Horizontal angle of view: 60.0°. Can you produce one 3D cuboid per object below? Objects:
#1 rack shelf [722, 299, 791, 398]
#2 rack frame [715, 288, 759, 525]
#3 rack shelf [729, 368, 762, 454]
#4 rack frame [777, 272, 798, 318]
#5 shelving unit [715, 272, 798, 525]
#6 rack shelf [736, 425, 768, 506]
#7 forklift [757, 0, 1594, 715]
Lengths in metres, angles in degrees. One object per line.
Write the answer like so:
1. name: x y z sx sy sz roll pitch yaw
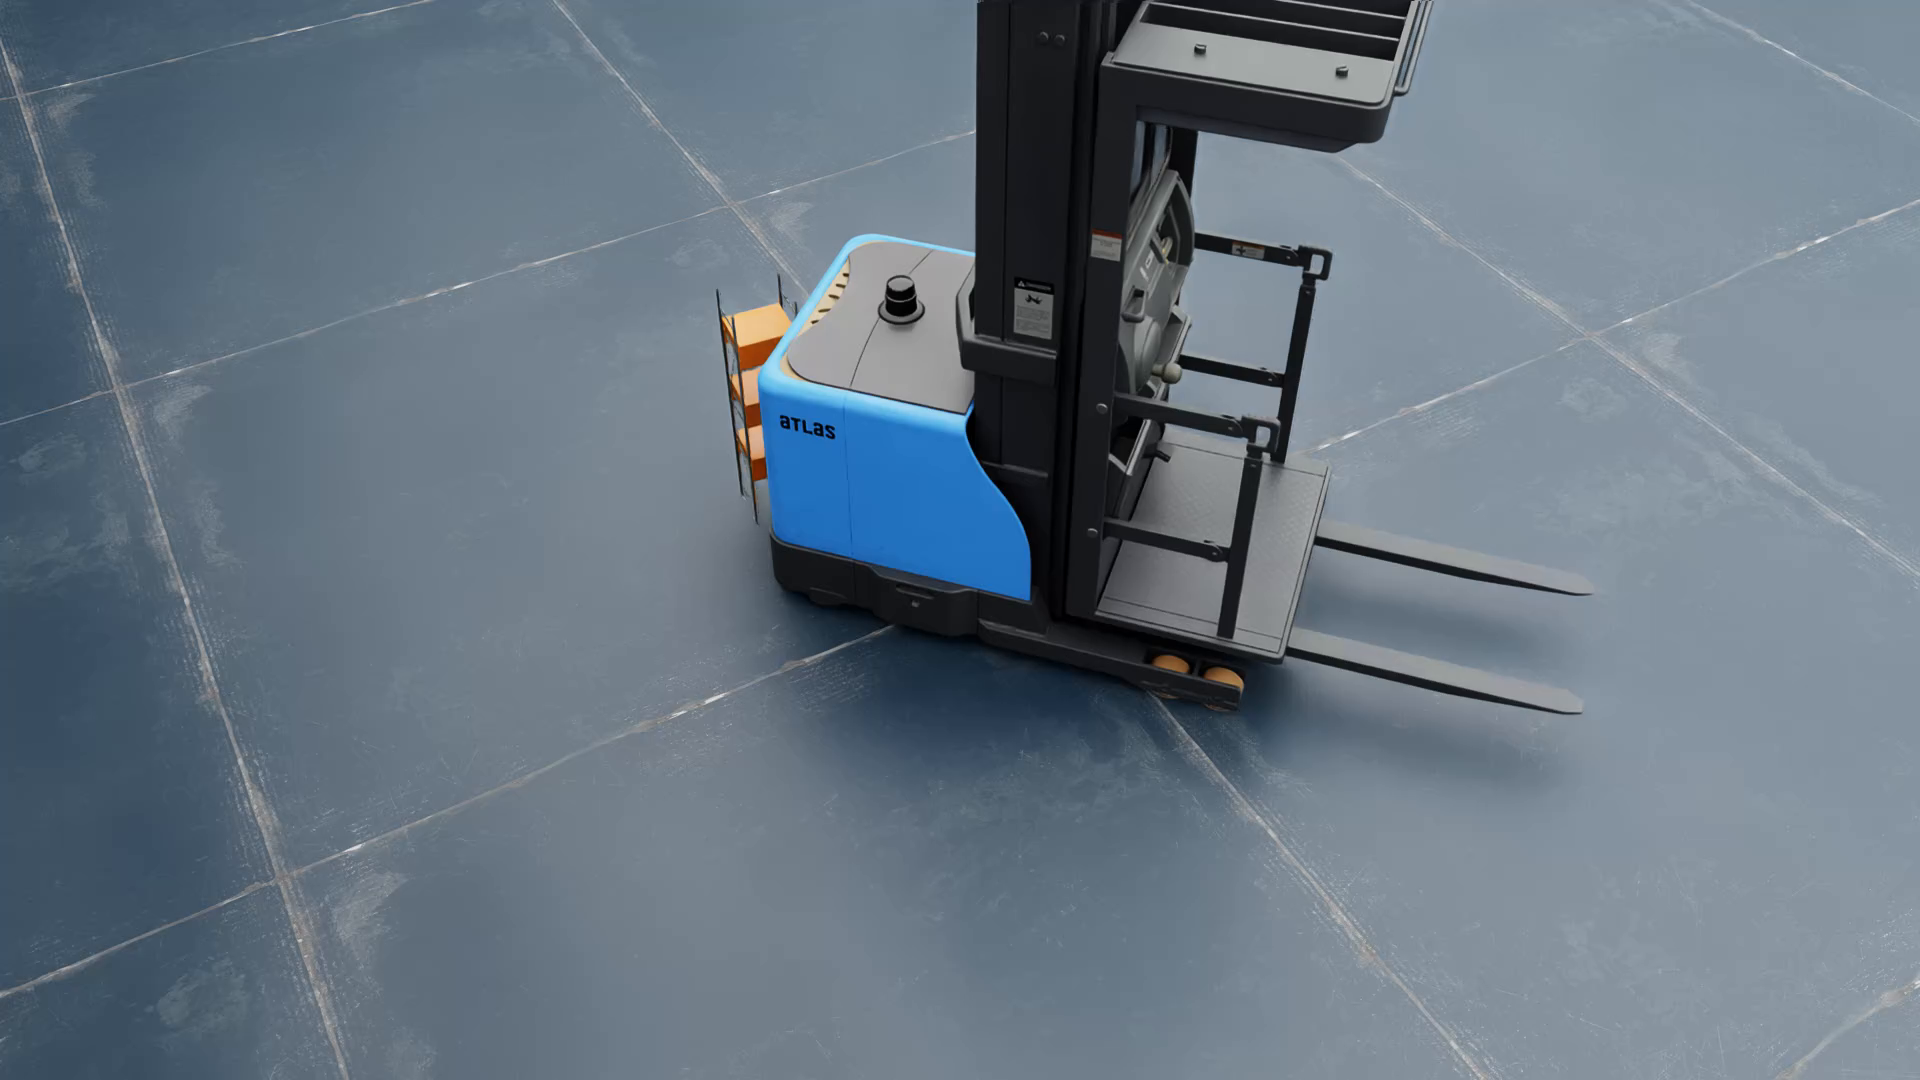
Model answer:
1. rack shelf: -0.759 -0.733 6.359 0.240 0.259 0.215 -17 47 -17
2. rack frame: -0.870 -0.502 6.514 0.008 1.050 0.200 -17 47 -17
3. rack shelf: -0.759 -0.529 6.557 0.240 0.259 0.215 -17 47 -17
4. rack frame: -0.648 -0.572 6.586 0.008 1.050 0.200 -17 47 -17
5. shelving unit: -0.759 -0.537 6.550 0.252 1.050 0.215 -17 47 -17
6. rack shelf: -0.759 -0.330 6.751 0.240 0.259 0.215 -17 47 -17
7. forklift: 0.845 -0.842 5.513 3.031 2.935 1.130 13 46 13
